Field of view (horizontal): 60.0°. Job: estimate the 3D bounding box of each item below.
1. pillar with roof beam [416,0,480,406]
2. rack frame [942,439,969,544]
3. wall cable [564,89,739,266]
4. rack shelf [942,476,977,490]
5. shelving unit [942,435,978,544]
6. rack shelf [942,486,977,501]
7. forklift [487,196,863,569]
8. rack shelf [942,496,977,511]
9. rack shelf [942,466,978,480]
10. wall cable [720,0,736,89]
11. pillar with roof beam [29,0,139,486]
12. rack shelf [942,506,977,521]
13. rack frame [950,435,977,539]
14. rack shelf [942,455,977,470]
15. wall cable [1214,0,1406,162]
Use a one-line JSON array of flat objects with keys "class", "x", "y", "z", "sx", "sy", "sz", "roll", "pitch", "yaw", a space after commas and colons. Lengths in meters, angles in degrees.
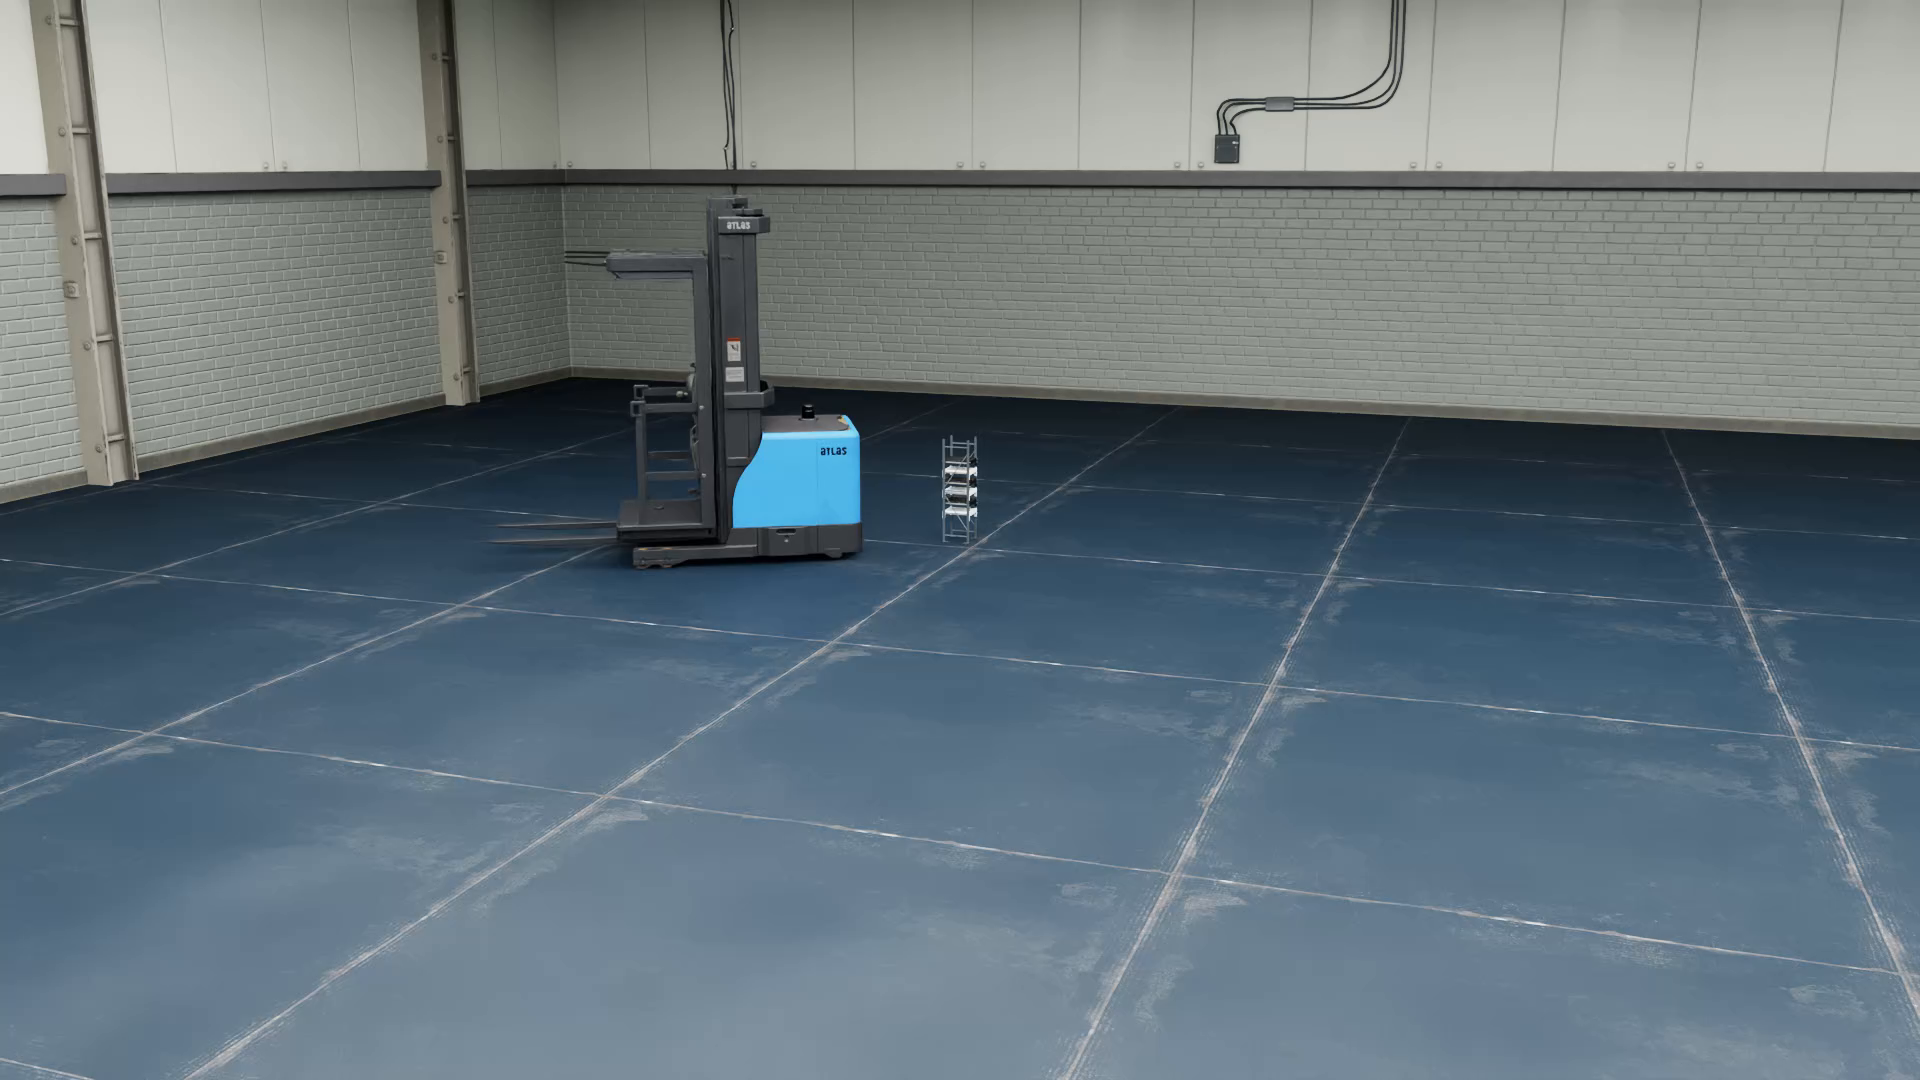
[{"class": "pillar with roof beam", "x": -2.709, "y": -5.942, "z": 20.300, "sx": 9.100, "sy": 9.000, "sz": 0.400, "roll": 4, "pitch": 14, "yaw": 18}, {"class": "rack frame", "x": -0.036, "y": -0.416, "z": 14.287, "sx": 0.240, "sy": 0.900, "sz": 0.006, "roll": 4, "pitch": 14, "yaw": 18}, {"class": "wall cable", "x": -4.578, "y": -5.263, "z": 24.304, "sx": 3.097, "sy": 2.526, "sz": 0.112, "roll": 4, "pitch": 14, "yaw": 18}, {"class": "rack shelf", "x": -0.003, "y": -0.492, "z": 14.368, "sx": 0.258, "sy": 0.077, "sz": 0.200, "roll": 4, "pitch": 14, "yaw": 18}, {"class": "shelving unit", "x": -0.003, "y": -0.437, "z": 14.380, "sx": 0.258, "sy": 0.900, "sz": 0.210, "roll": 4, "pitch": 14, "yaw": 18}, {"class": "rack shelf", "x": -0.003, "y": -0.405, "z": 14.388, "sx": 0.258, "sy": 0.077, "sz": 0.200, "roll": 4, "pitch": 14, "yaw": 18}, {"class": "forklift", "x": -2.374, "y": -1.322, "z": 13.692, "sx": 3.031, "sy": 2.935, "sz": 1.130, "roll": -2, "pitch": 13, "yaw": -9}, {"class": "rack shelf", "x": -0.003, "y": -0.317, "z": 14.408, "sx": 0.258, "sy": 0.077, "sz": 0.200, "roll": 4, "pitch": 14, "yaw": 18}, {"class": "rack shelf", "x": -0.003, "y": -0.580, "z": 14.348, "sx": 0.258, "sy": 0.077, "sz": 0.200, "roll": 4, "pitch": 14, "yaw": 18}, {"class": "wall cable", "x": -2.018, "y": -7.531, "z": 22.889, "sx": 3.097, "sy": 2.526, "sz": 0.112, "roll": 4, "pitch": 14, "yaw": 18}, {"class": "pillar with roof beam", "x": -4.650, "y": -4.679, "z": 14.765, "sx": 9.100, "sy": 9.000, "sz": 0.400, "roll": 4, "pitch": 14, "yaw": 18}, {"class": "rack shelf", "x": -0.003, "y": -0.229, "z": 14.428, "sx": 0.258, "sy": 0.077, "sz": 0.200, "roll": 4, "pitch": 14, "yaw": 18}, {"class": "rack frame", "x": 0.030, "y": -0.458, "z": 14.474, "sx": 0.240, "sy": 0.900, "sz": 0.006, "roll": 4, "pitch": 14, "yaw": 18}, {"class": "rack shelf", "x": -0.003, "y": -0.668, "z": 14.328, "sx": 0.258, "sy": 0.077, "sz": 0.200, "roll": 4, "pitch": 14, "yaw": 18}, {"class": "wall cable", "x": 4.400, "y": -7.748, "z": 20.571, "sx": 2.305, "sy": 6.003, "sz": 0.169, "roll": 4, "pitch": 14, "yaw": 18}]
